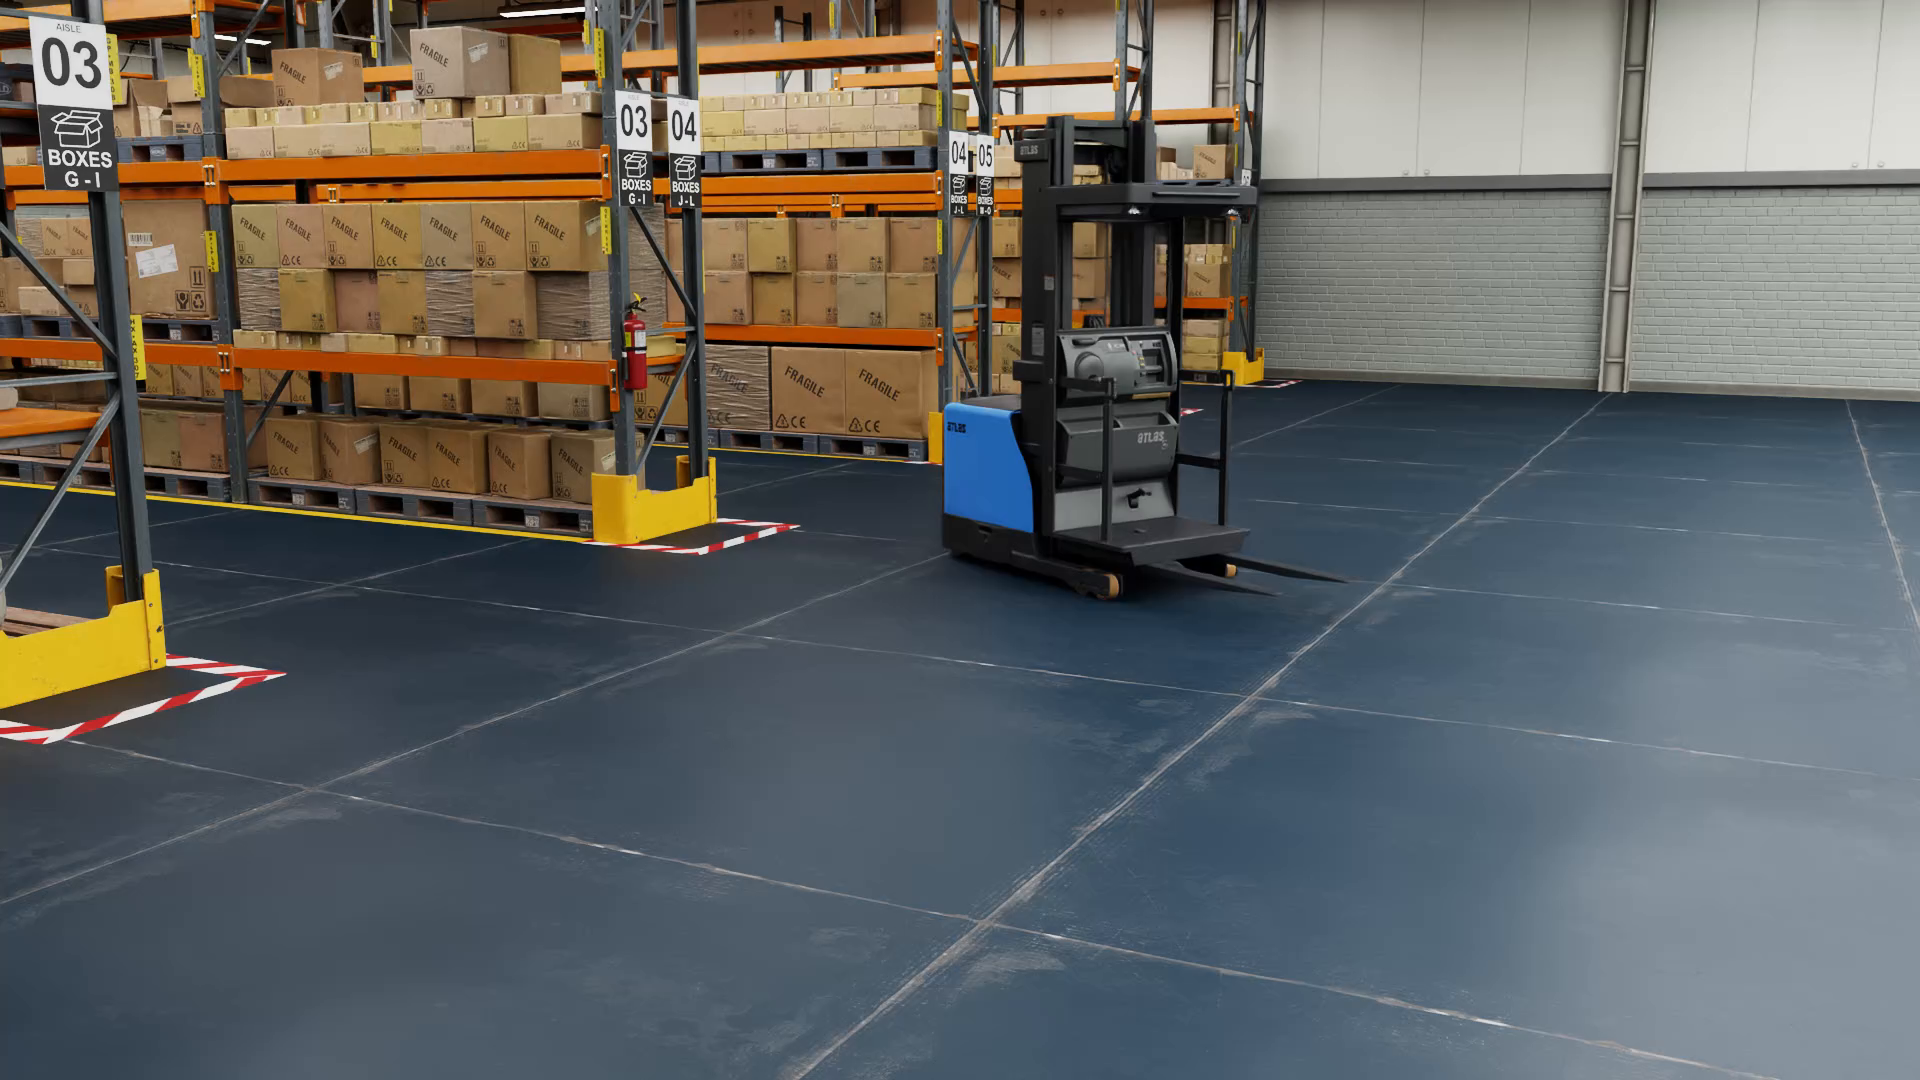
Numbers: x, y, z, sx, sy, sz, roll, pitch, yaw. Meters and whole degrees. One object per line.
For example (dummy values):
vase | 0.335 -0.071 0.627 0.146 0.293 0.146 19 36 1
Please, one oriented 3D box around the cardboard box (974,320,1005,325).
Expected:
cardboard box | 0.290 -3.309 27.577 0.625 0.625 0.875 6 12 28

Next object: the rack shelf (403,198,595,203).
rack shelf | -6.810 -5.033 25.214 4.000 0.370 1.077 5 11 26

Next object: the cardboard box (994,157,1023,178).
cardboard box | 0.661 -4.749 21.209 0.500 0.250 0.500 5 12 27

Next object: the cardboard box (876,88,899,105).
cardboard box | -0.618 -4.317 16.246 0.250 0.149 0.380 5 11 26

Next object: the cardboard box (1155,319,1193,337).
cardboard box | 3.339 -3.287 25.705 0.500 0.250 0.500 5 12 27

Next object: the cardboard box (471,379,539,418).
cardboard box | -4.989 -1.850 19.169 0.750 0.750 1.050 5 11 26

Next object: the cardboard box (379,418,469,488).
cardboard box | -4.365 -0.714 13.591 0.500 0.500 0.500 4 11 21

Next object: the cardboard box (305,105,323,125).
cardboard box | -4.917 -3.332 13.095 0.250 0.149 0.380 5 12 28

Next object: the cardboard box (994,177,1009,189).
cardboard box | 0.578 -4.564 21.309 0.250 0.149 0.380 5 11 24

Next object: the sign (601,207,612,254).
sign | -2.491 -2.178 11.705 0.005 0.325 0.100 5 11 26

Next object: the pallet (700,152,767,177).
pallet | -2.800 -4.006 17.768 1.213 0.211 1.003 5 11 26

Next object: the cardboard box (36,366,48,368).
cardboard box | -12.273 -2.309 22.554 0.250 0.149 0.380 4 11 23

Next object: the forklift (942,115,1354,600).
forklift | 1.141 -1.171 10.468 1.130 2.935 3.031 -7 13 -35

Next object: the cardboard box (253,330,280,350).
cardboard box | -5.536 -1.645 13.602 0.250 0.149 0.380 5 11 26

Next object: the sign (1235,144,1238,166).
sign | 4.098 -5.703 24.633 0.005 0.325 0.100 5 11 26

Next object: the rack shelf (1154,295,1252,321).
rack shelf | 2.557 -3.720 26.379 4.000 0.370 1.077 5 11 26

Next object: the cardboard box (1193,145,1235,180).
cardboard box | 3.846 -5.693 25.100 0.500 0.500 0.500 5 12 28

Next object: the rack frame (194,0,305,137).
rack frame | -5.815 -4.807 13.525 0.127 3.000 1.000 5 11 26

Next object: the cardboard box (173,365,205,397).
cardboard box | -9.683 -2.105 21.276 0.500 0.500 0.500 6 12 28

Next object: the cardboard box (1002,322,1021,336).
cardboard box | 0.741 -2.725 21.477 0.250 0.149 0.380 5 12 27

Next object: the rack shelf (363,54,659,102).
rack shelf | -5.323 -5.198 18.828 4.000 0.370 1.077 5 11 26

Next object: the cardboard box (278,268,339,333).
cardboard box | -5.006 -1.961 13.525 0.500 0.500 0.875 5 11 26

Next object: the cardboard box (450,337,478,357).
cardboard box | -3.703 -1.502 12.812 0.250 0.149 0.380 5 11 26

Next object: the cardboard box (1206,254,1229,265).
cardboard box | 3.915 -4.267 25.282 0.250 0.149 0.380 5 11 27

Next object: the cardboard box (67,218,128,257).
cardboard box | -11.245 -3.951 21.717 0.500 0.500 0.500 5 11 24

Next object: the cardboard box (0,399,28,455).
cardboard box | -8.792 -1.107 15.710 0.500 0.500 0.700 4 11 23

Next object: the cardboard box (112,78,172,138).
cardboard box | -7.038 -3.716 14.447 0.637 0.503 0.797 6 12 28

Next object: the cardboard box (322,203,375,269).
cardboard box | -4.626 -2.388 13.080 0.500 0.500 0.500 5 11 26

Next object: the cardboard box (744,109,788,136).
cardboard box | -1.855 -4.242 16.948 0.500 0.250 0.500 5 11 26

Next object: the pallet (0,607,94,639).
pallet | -5.234 0.560 8.545 1.213 0.211 1.003 5 11 26

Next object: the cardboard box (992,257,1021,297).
cardboard box | 0.655 -3.397 21.464 0.500 0.500 0.500 5 11 26

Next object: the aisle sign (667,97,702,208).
aisle sign | -2.039 -2.862 12.324 0.004 0.787 0.394 5 11 26

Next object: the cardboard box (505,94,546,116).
cardboard box | -3.090 -3.154 12.113 0.250 0.149 0.380 4 11 23

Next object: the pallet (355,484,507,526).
pallet | -4.099 -0.340 13.516 1.213 0.211 1.003 5 11 26

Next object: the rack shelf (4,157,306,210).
rack shelf | -7.608 -3.135 14.727 4.000 0.370 1.077 5 11 26

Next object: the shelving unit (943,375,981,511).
shelving unit | 0.013 -0.589 12.117 0.189 1.200 0.258 5 11 26

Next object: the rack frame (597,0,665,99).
rack frame | -3.529 -5.592 17.858 0.127 3.000 1.000 5 11 26

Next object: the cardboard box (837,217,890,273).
cardboard box | -0.792 -2.994 16.895 0.550 0.550 0.875 5 11 26

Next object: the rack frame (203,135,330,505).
rack frame | -5.815 -1.855 14.059 0.127 3.000 1.000 5 11 26

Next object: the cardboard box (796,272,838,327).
cardboard box | -1.245 -2.524 17.334 0.550 0.550 0.875 5 11 26

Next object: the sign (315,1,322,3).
sign | -7.348 -6.318 19.026 0.005 0.325 0.100 5 11 26

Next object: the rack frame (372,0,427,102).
rack frame | -8.604 -7.021 25.753 0.127 3.000 1.000 5 11 26

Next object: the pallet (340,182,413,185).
pallet | -6.516 -4.296 19.650 1.003 0.211 1.213 6 12 28

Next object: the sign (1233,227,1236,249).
sign | 4.098 -4.517 24.848 0.005 0.325 0.100 5 11 26

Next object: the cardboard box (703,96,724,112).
cardboard box | -2.438 -4.477 17.129 0.250 0.149 0.380 5 11 26

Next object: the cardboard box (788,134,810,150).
cardboard box | -1.530 -4.005 16.759 0.250 0.149 0.380 5 11 26

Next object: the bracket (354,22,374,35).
bracket | -11.802 -10.167 33.031 0.430 0.232 0.235 5 11 26

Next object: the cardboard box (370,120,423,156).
cardboard box | -4.130 -3.059 12.709 0.500 0.250 0.500 5 11 25

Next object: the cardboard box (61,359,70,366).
cardboard box | -11.809 -2.418 22.324 0.250 0.149 0.380 5 12 28

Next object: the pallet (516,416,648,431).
pallet | -4.255 -1.316 18.910 1.213 0.211 1.003 5 11 26
